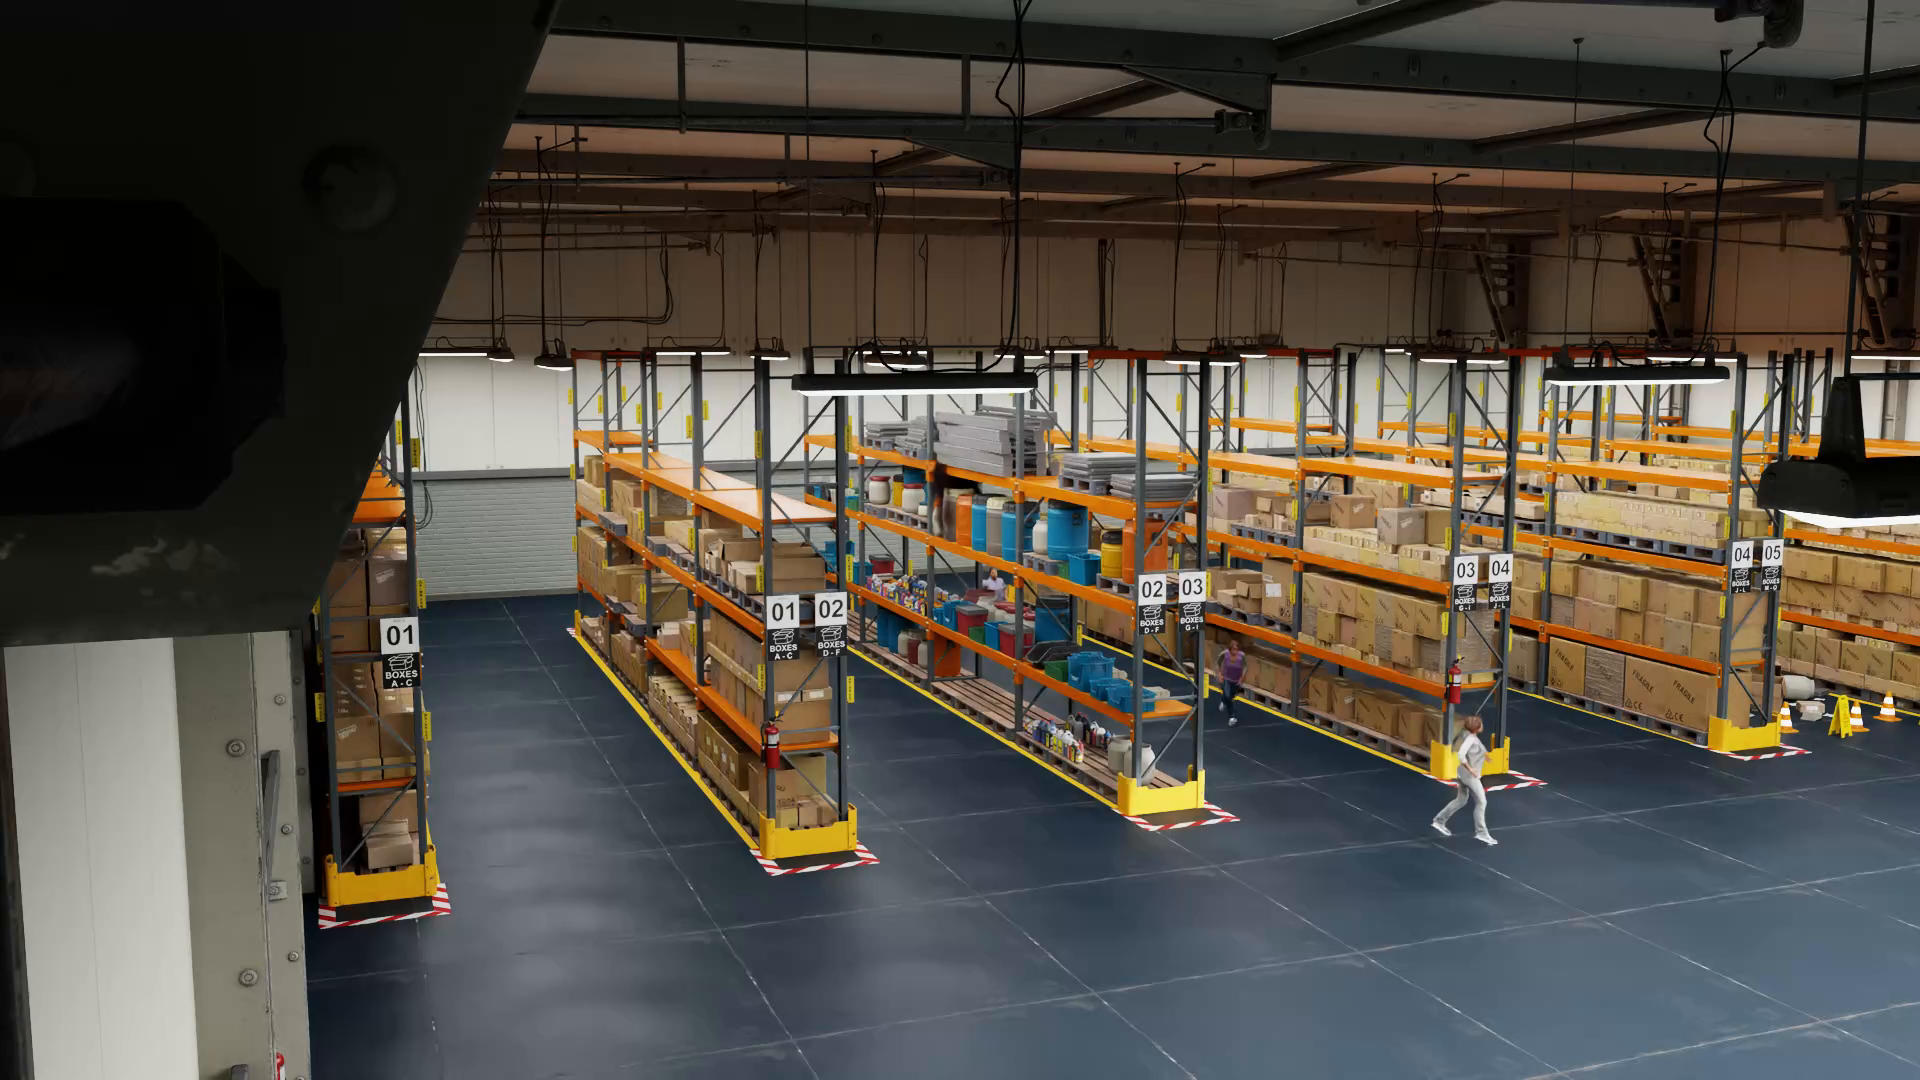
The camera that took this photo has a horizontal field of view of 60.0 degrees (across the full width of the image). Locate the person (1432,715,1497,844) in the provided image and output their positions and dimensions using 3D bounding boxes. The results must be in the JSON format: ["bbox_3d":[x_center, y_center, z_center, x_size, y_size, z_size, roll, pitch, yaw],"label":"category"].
[{"bbox_3d":[6.288,2.964,20.632,0.788,1.617,0.561,1,7,6],"label":"person"}]

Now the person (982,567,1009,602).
[{"bbox_3d":[0.732,1.368,33.557,0.696,1.652,0.854,-5,9,-37],"label":"person"}]

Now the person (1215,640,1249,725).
[{"bbox_3d":[4.418,2.273,27.112,0.533,1.419,0.965,0,7,2],"label":"person"}]

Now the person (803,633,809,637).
[{"bbox_3d":[-2.620,2.120,27.153,0.602,1.678,0.642,-4,8,-28],"label":"person"}]
